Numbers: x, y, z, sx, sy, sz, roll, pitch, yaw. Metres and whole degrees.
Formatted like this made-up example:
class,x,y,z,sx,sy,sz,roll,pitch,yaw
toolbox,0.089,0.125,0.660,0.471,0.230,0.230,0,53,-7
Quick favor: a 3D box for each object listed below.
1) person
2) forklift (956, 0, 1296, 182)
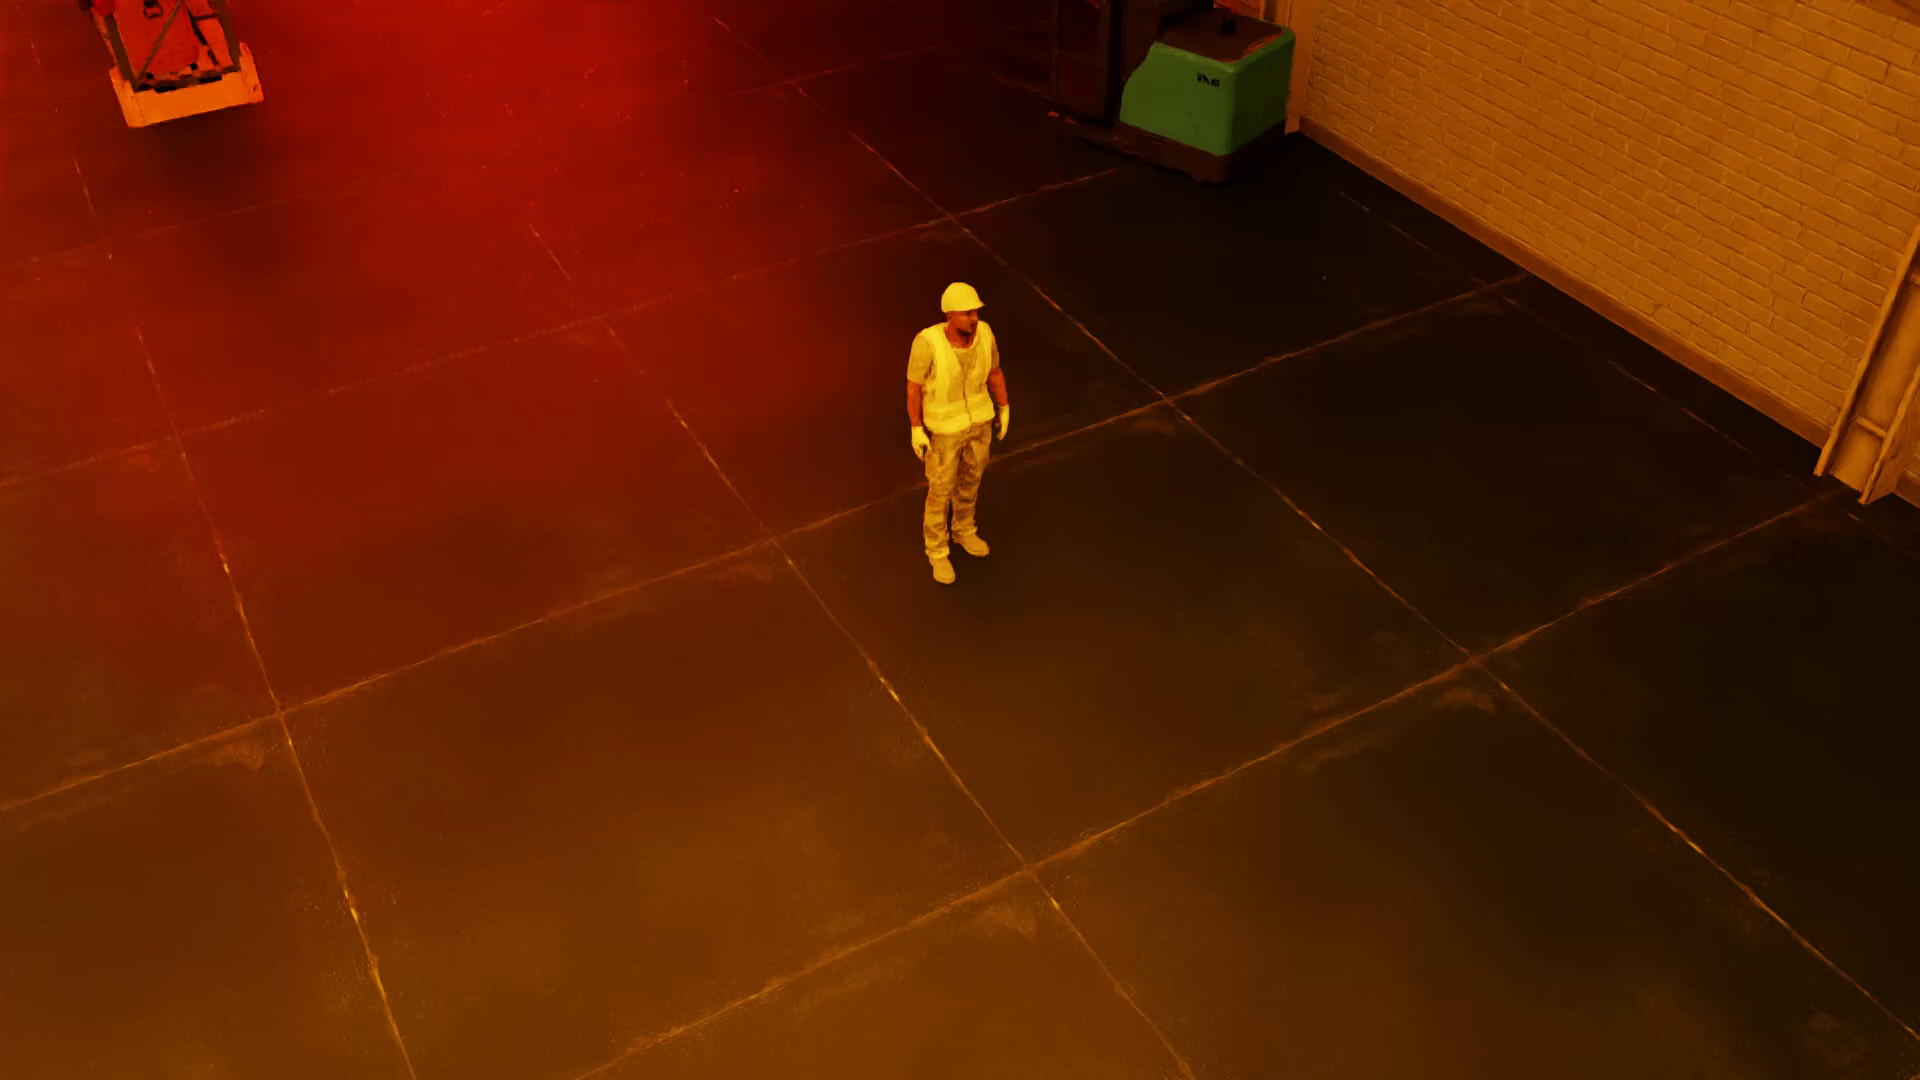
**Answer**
class,x,y,z,sx,sy,sz,roll,pitch,yaw
person,0.029,-0.649,9.707,0.655,1.782,0.576,-20,44,-23
forklift,1.337,-4.889,13.931,3.031,2.935,1.130,28,47,30
